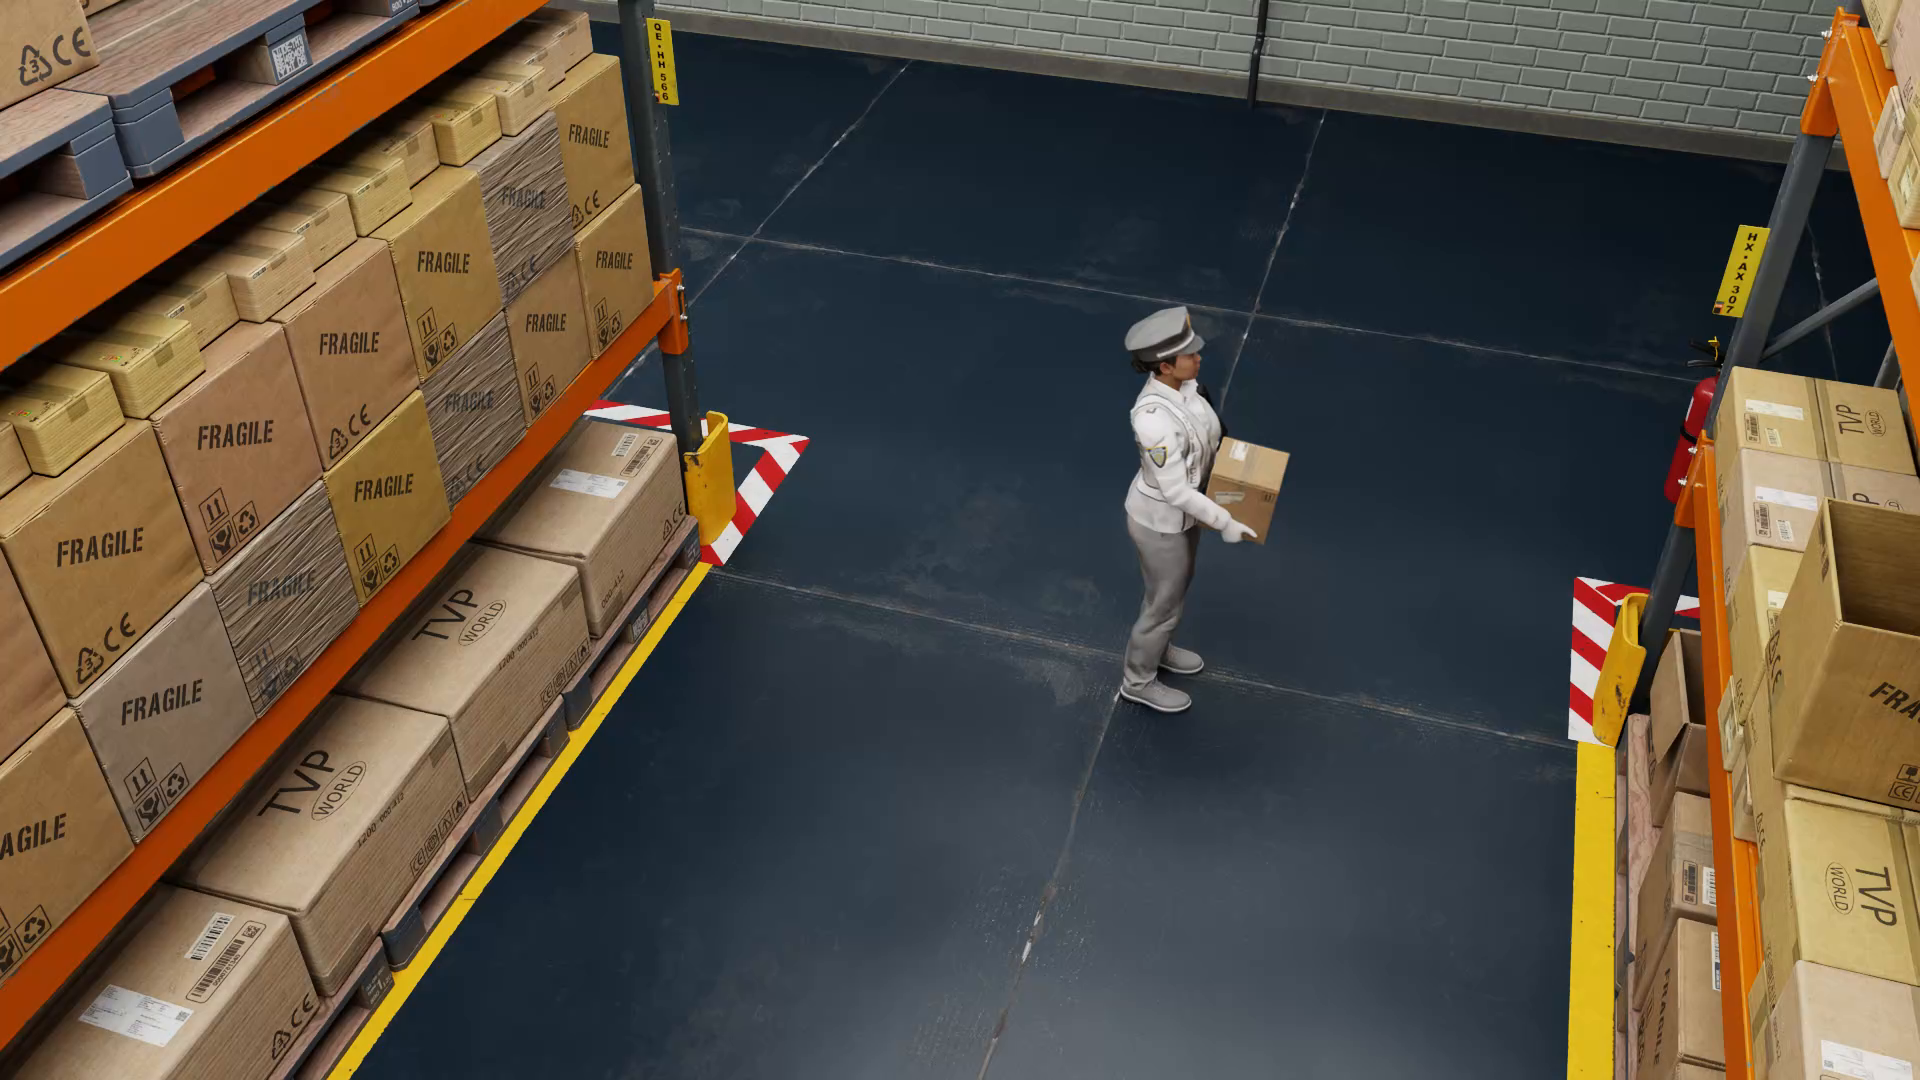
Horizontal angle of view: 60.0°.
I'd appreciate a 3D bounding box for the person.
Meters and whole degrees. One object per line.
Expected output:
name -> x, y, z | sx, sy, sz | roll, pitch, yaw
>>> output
person -> 0.852, -0.091, 6.249 | 0.564, 1.686, 0.460 | 11, 39, 14
